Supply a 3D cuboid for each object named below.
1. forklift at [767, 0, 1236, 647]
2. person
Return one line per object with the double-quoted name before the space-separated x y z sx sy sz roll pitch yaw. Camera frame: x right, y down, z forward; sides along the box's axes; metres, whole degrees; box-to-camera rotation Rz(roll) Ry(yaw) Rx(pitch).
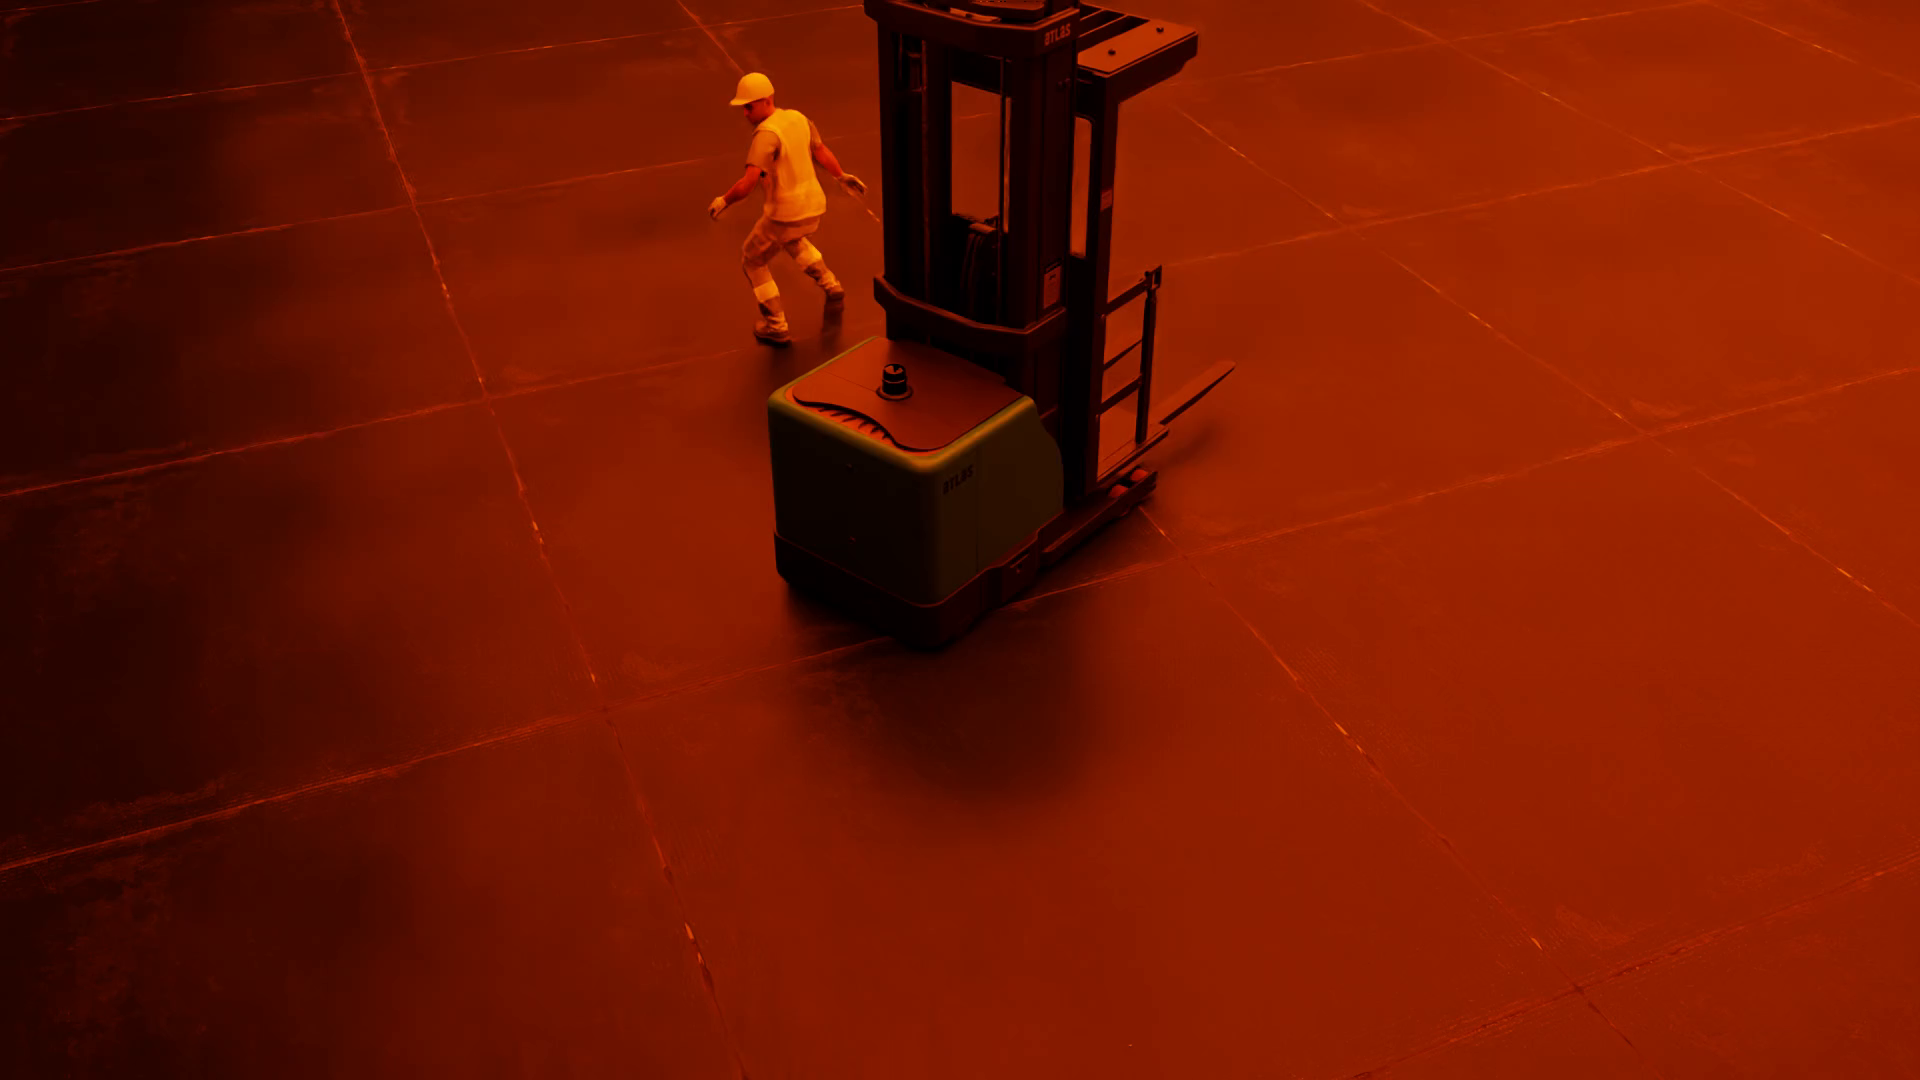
"forklift" 0.399 -1.482 8.182 1.130 2.935 3.031 25 42 31
"person" -1.035 -2.034 10.163 0.502 1.656 1.027 22 41 28
